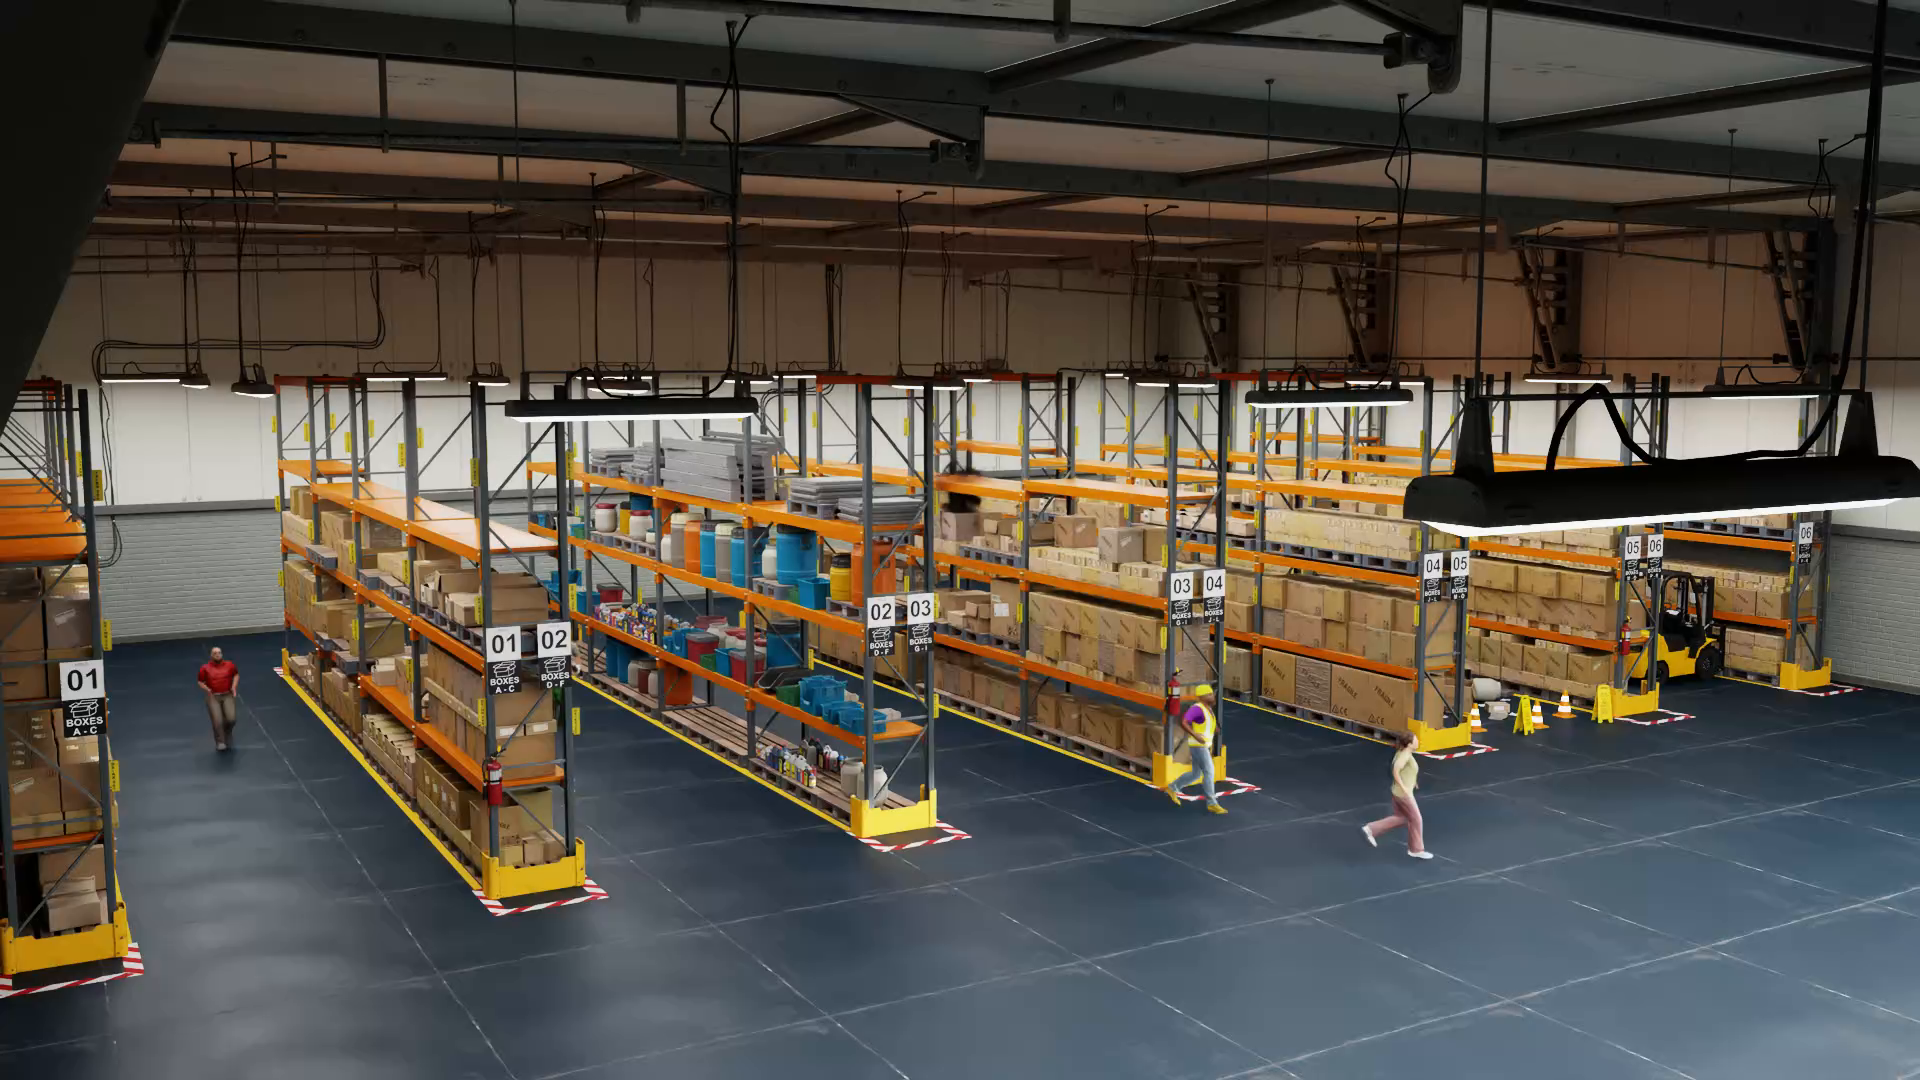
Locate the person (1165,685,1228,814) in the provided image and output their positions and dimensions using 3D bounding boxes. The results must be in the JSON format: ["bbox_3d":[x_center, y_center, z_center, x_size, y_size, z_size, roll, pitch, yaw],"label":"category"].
[{"bbox_3d":[3.377,2.906,23.452,0.922,1.753,0.731,2,7,20],"label":"person"}]

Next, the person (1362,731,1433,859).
[{"bbox_3d":[5.583,3.226,21.025,0.840,1.655,0.603,1,6,6],"label":"person"}]

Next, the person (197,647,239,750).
[{"bbox_3d":[-11.918,2.558,26.799,0.638,1.681,0.586,-4,7,-31],"label":"person"}]

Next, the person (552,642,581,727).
[{"bbox_3d":[-6.840,2.333,28.636,0.673,1.751,0.590,-4,8,-34],"label":"person"}]
